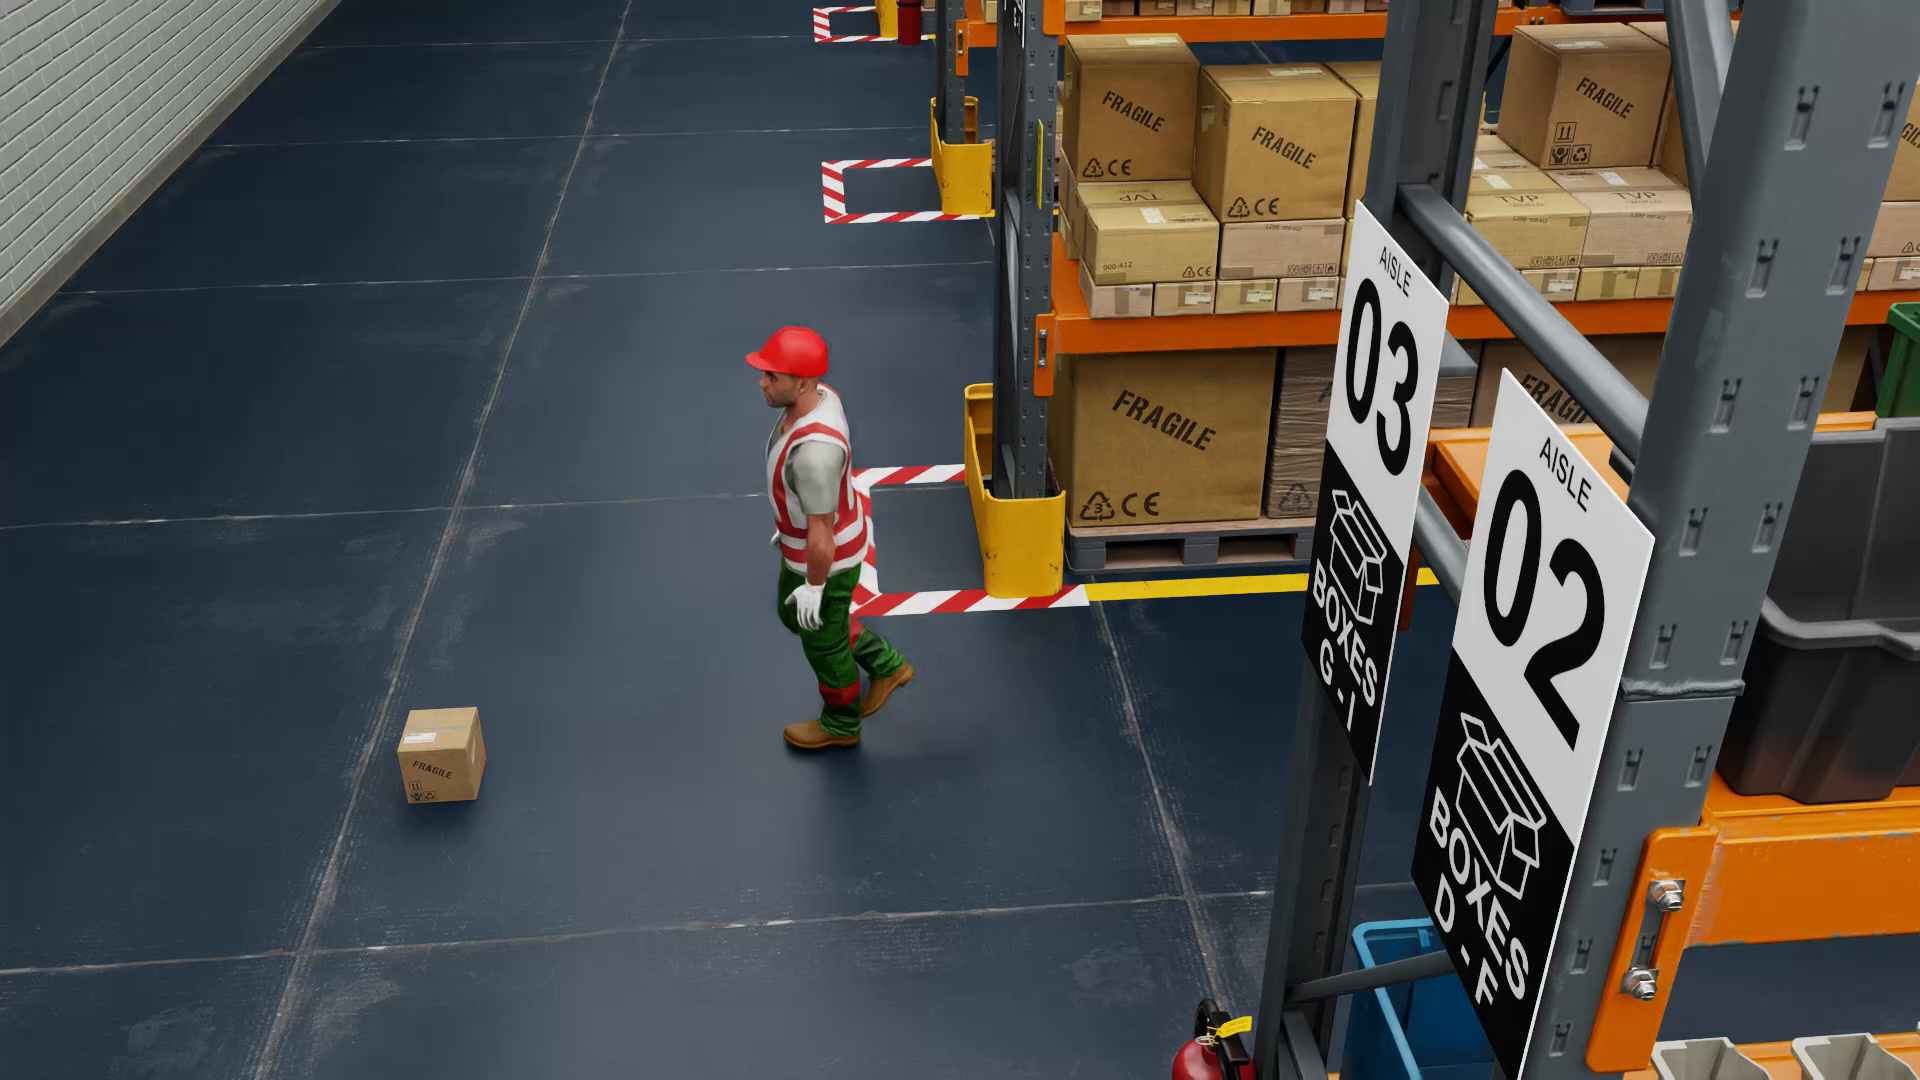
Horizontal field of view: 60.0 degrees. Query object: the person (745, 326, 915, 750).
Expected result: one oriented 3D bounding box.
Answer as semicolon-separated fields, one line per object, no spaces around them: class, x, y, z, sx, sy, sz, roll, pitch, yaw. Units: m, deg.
person;-0.441;0.042;6.010;0.556;1.784;0.593;-2;31;-4
